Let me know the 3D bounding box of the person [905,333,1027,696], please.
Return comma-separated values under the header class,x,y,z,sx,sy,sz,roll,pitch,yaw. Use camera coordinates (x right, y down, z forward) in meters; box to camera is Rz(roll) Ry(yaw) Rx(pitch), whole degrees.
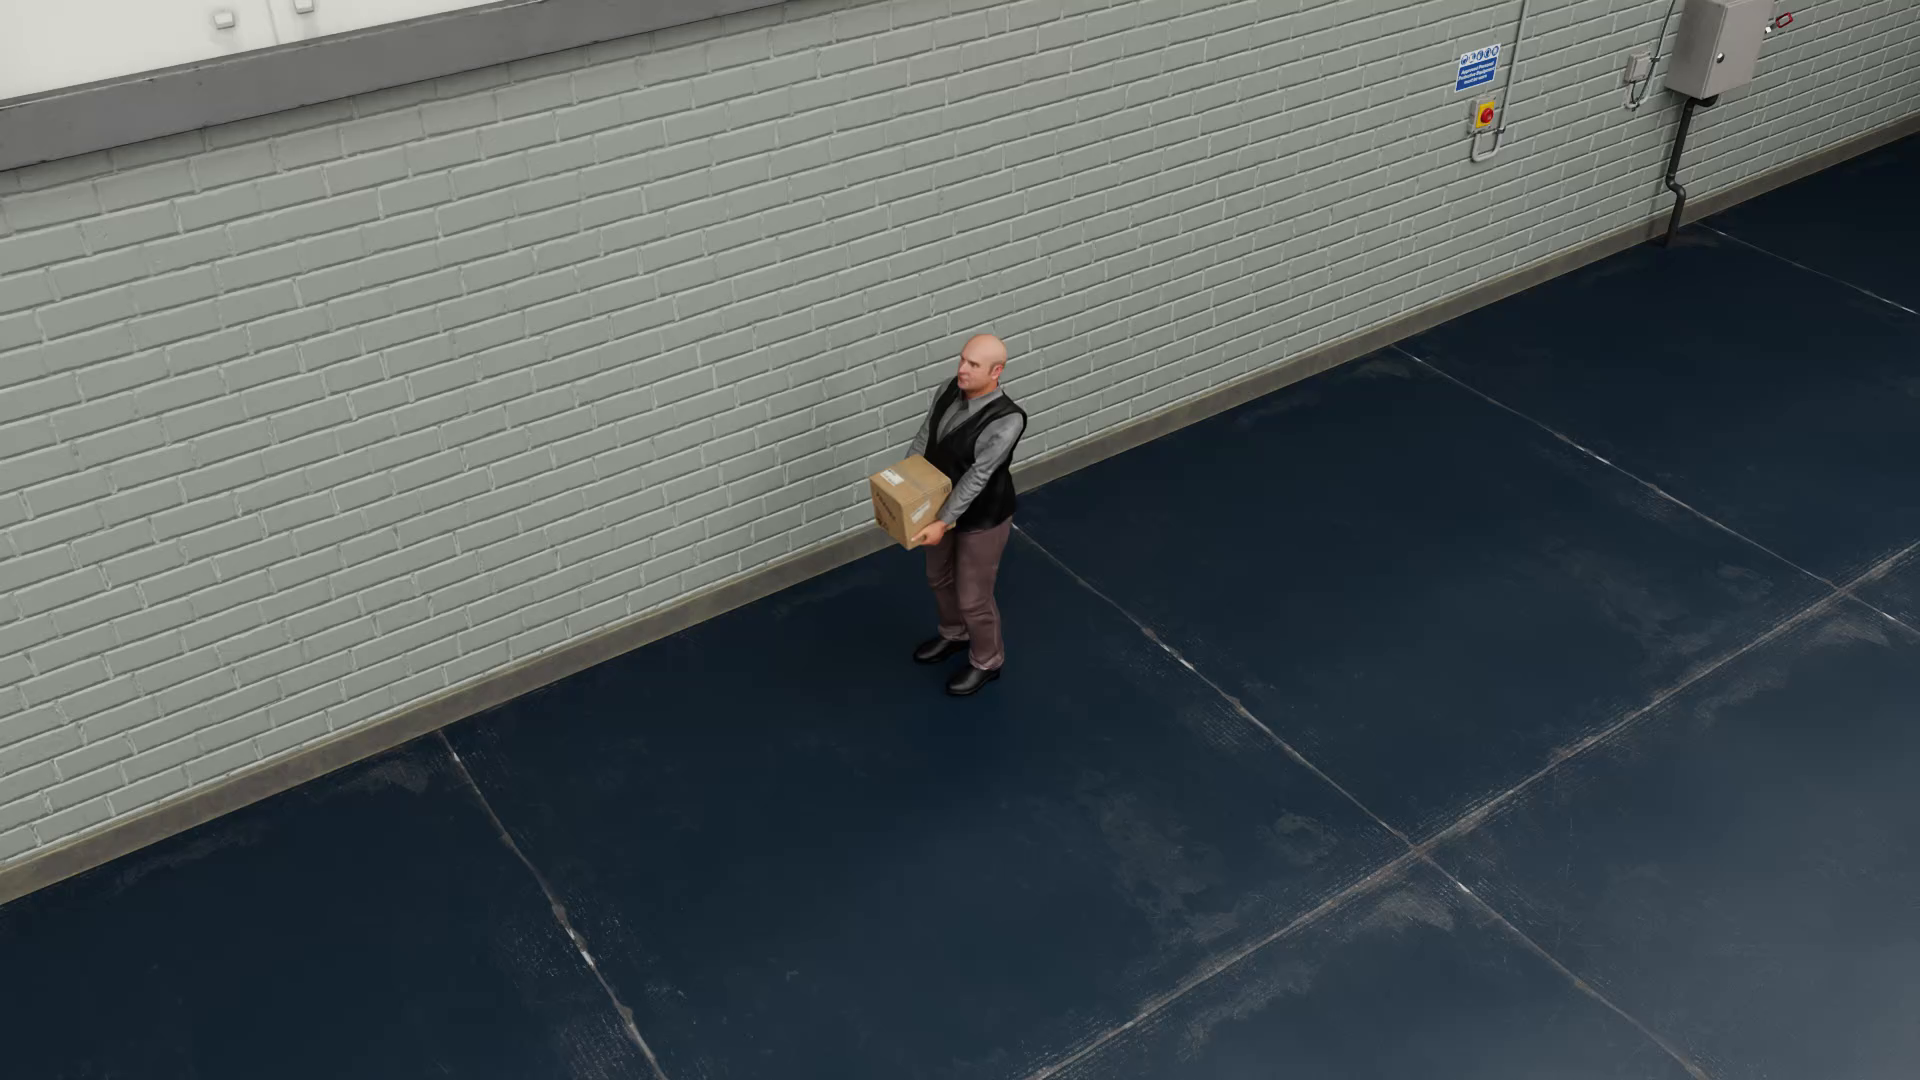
class,x,y,z,sx,sy,sz,roll,pitch,yaw
person,-0.037,-0.081,7.142,0.559,1.711,0.494,-22,42,-28
